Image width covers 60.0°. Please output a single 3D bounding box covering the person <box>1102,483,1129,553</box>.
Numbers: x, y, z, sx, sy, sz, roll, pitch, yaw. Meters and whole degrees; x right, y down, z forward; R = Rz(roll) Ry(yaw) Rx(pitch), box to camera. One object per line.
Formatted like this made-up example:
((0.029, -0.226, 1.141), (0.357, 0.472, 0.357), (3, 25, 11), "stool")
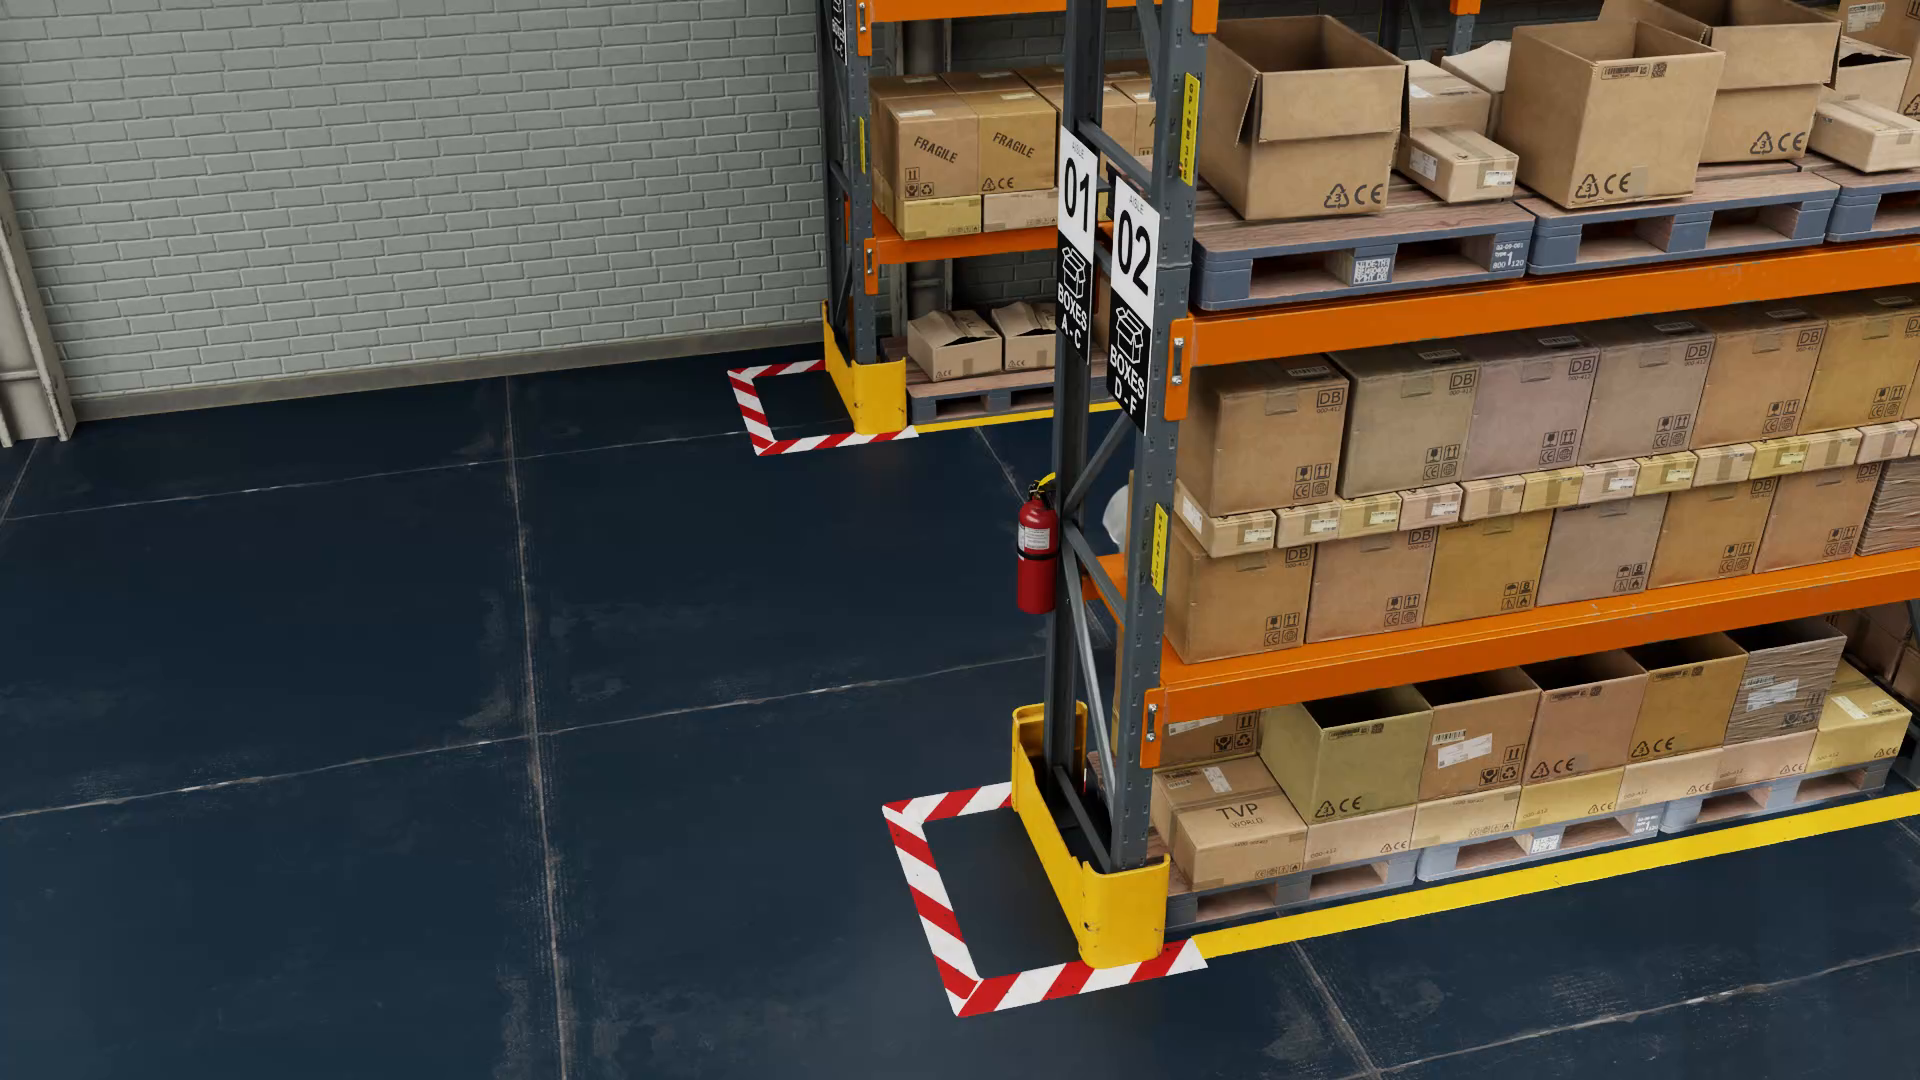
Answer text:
((1.132, 0.062, 8.562), (0.829, 1.162, 0.391), (-9, 32, -15), "person")
